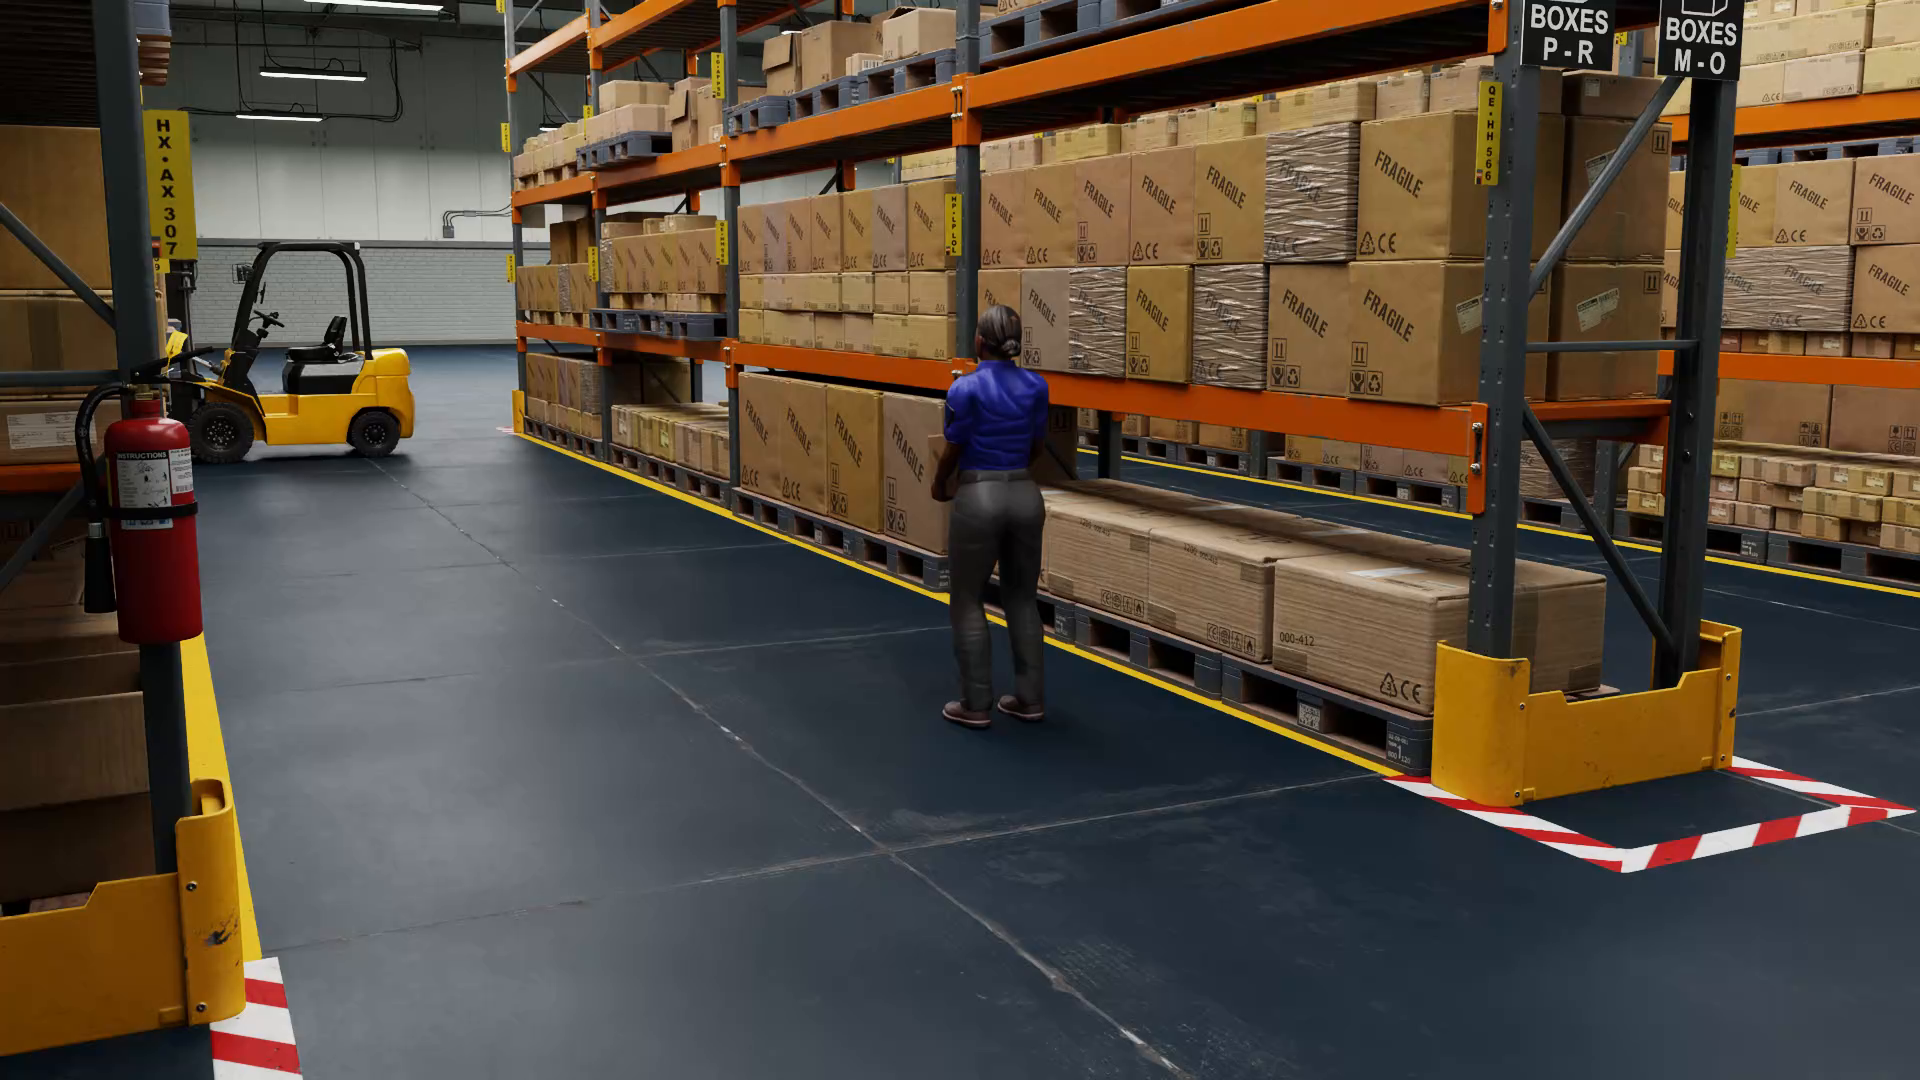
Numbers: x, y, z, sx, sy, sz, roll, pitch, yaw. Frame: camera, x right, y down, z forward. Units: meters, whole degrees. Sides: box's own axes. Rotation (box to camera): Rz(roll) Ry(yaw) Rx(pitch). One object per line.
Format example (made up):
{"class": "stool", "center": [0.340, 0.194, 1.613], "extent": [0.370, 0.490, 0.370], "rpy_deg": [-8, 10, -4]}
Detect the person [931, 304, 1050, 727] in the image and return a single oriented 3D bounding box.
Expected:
{"class": "person", "center": [0.109, -0.104, 6.585], "extent": [0.450, 1.646, 0.517], "rpy_deg": [-4, 9, -24]}
